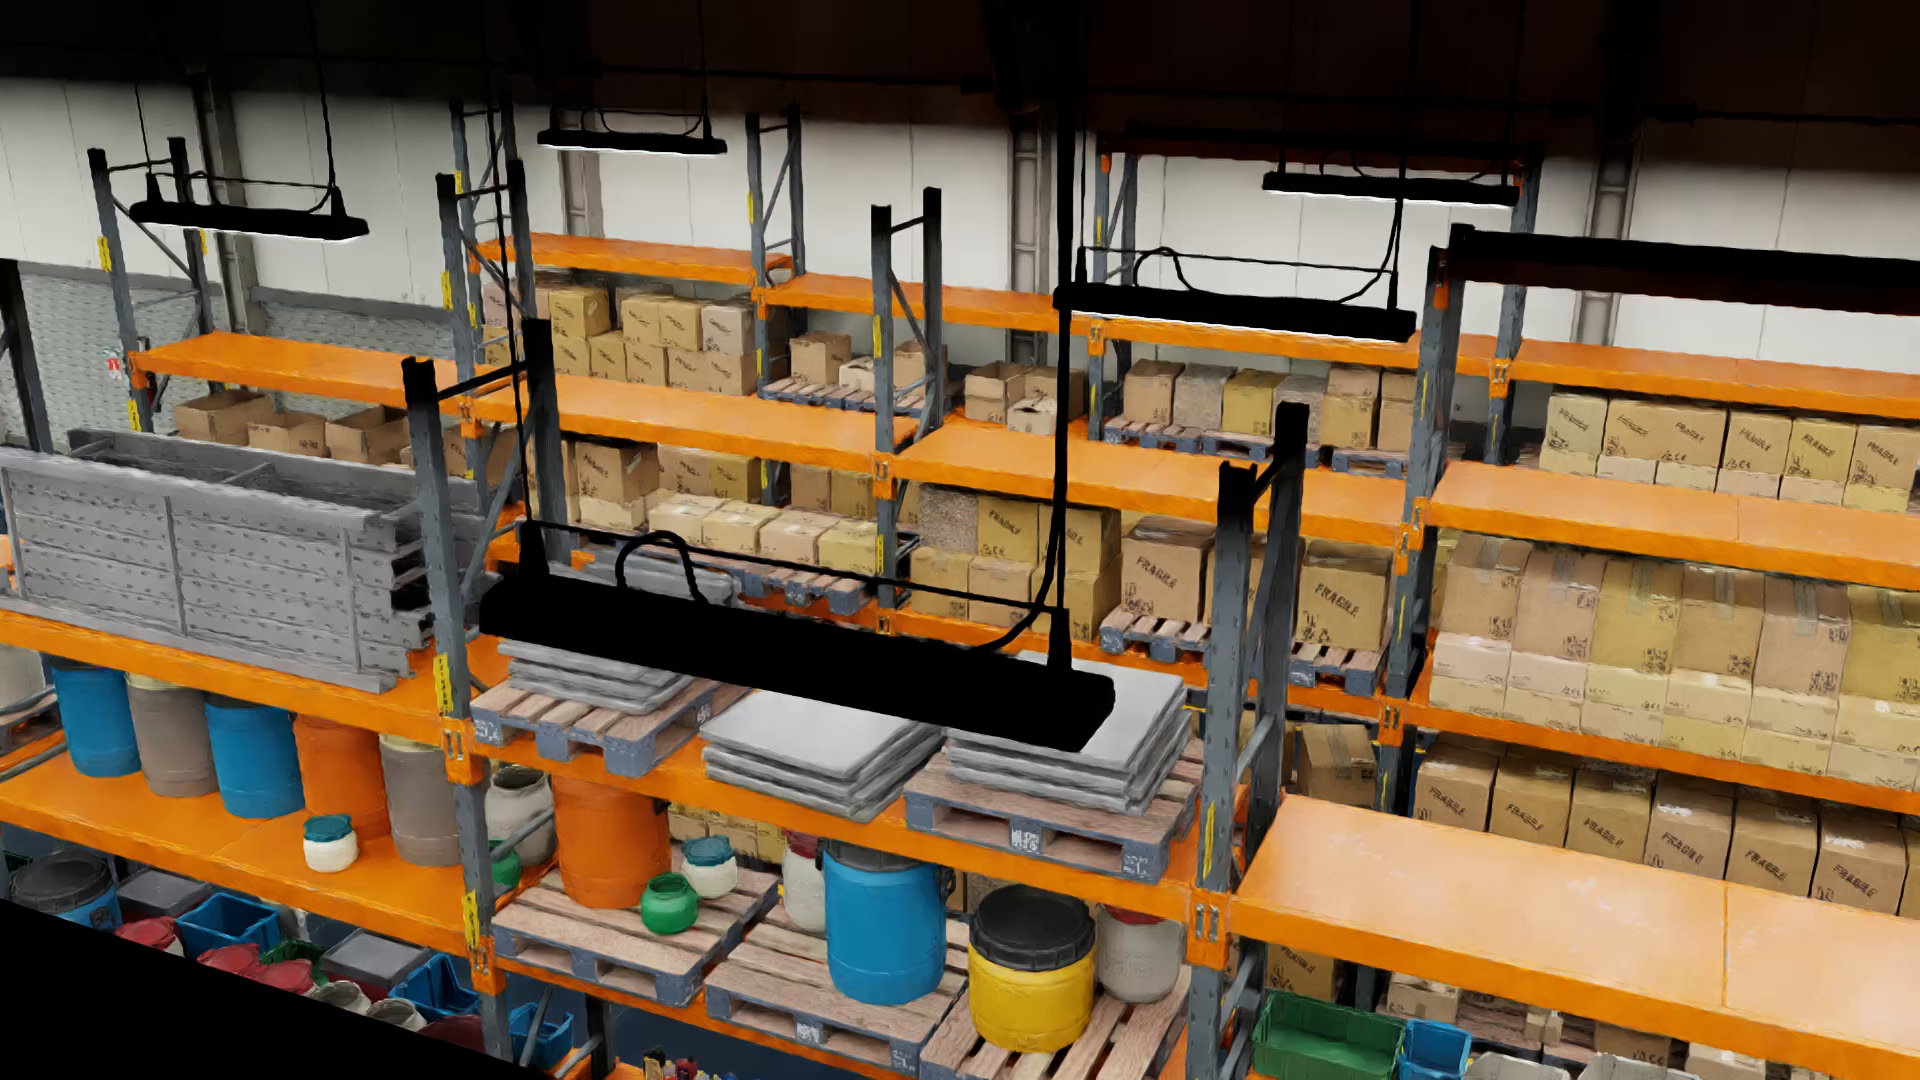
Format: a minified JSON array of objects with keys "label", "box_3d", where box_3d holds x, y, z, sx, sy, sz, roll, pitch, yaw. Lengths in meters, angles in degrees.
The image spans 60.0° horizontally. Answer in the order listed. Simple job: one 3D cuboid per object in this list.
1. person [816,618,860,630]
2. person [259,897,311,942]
[{"label":"person","box_3d":[-1.321,0.950,17.768,1.037,1.659,0.536,5,21,14]},{"label":"person","box_3d":[-5.217,2.768,12.905,0.463,1.677,0.524,-14,25,-33]}]
